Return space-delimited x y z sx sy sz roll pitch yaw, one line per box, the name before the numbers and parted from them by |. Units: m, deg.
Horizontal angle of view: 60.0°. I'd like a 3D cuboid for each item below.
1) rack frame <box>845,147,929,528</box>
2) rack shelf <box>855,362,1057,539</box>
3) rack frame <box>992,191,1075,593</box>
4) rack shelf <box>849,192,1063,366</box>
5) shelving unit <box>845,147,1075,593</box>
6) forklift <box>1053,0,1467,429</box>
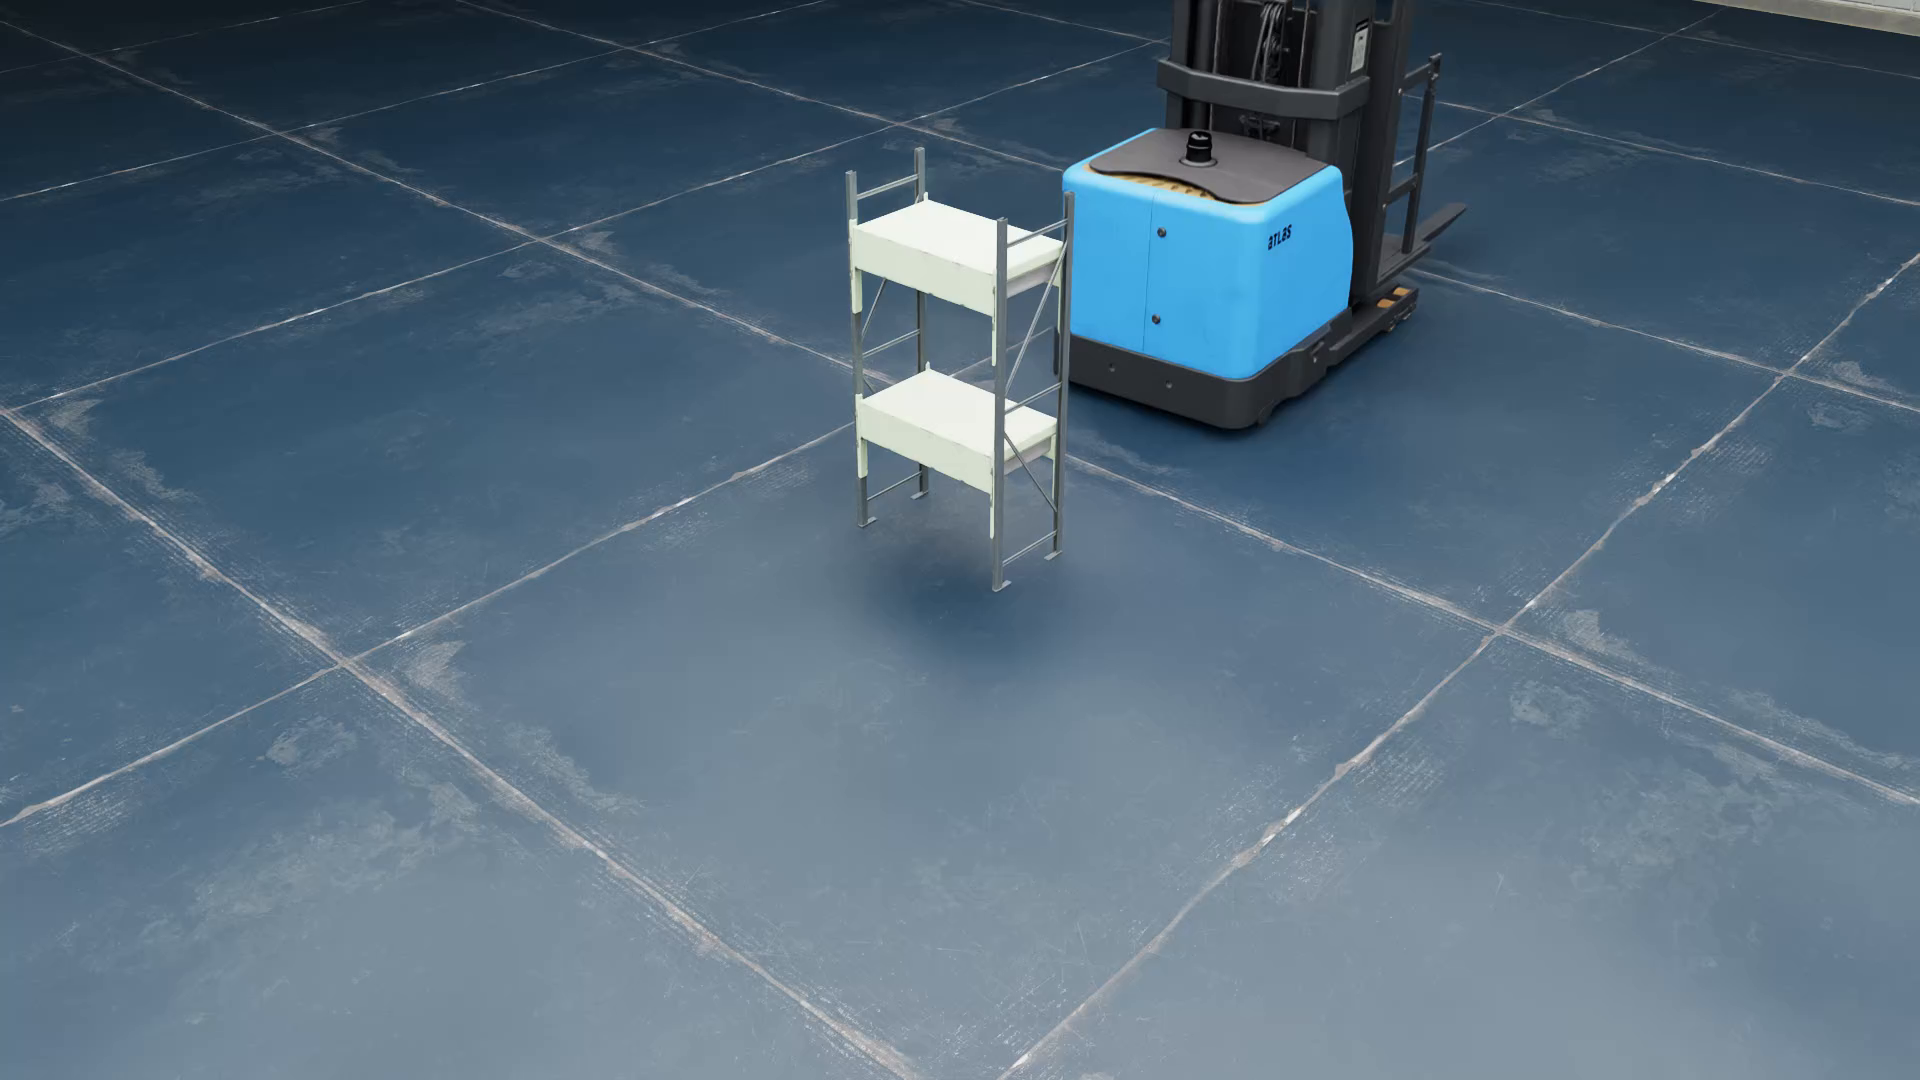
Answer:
rack frame | -0.276 -0.772 6.577 0.023 1.500 0.400 25 39 35
rack shelf | -0.005 -0.366 6.535 0.720 0.370 0.431 25 39 35
rack frame | 0.266 -0.518 6.157 0.023 1.500 0.400 25 39 35
rack shelf | -0.005 -0.979 6.166 0.720 0.370 0.431 25 39 35
shelving unit | -0.005 -0.645 6.367 0.755 1.500 0.431 25 39 35
forklift | 1.727 -2.456 7.987 1.130 2.935 3.031 21 37 31
